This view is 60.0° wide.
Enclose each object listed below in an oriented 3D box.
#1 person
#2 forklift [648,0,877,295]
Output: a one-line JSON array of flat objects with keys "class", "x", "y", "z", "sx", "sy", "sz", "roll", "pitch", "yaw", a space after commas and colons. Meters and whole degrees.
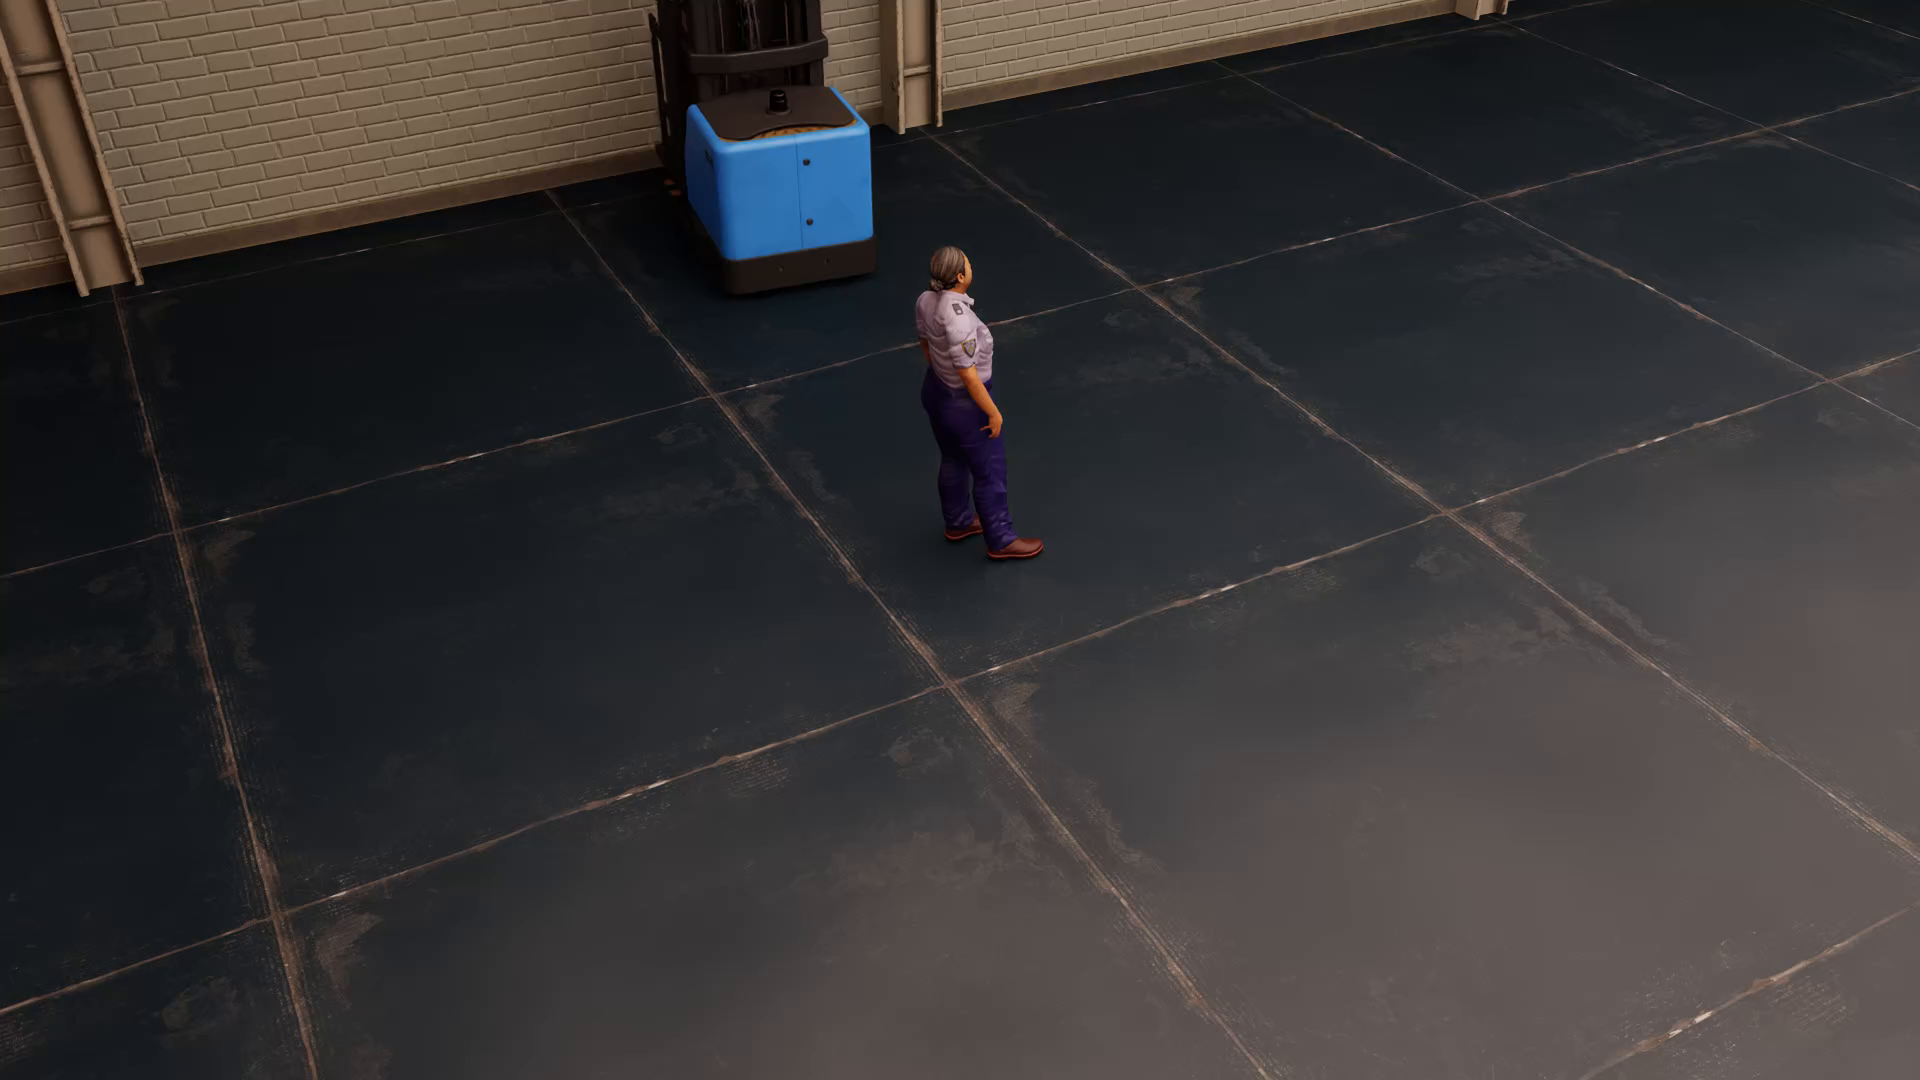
[{"class": "person", "x": 0.090, "y": -0.692, "z": 8.200, "sx": 0.503, "sy": 1.651, "sz": 0.598, "roll": -17, "pitch": 39, "yaw": -23}, {"class": "forklift", "x": -1.553, "y": -3.637, "z": 11.268, "sx": 1.130, "sy": 2.935, "sz": 3.031, "roll": -12, "pitch": 37, "yaw": -17}]
